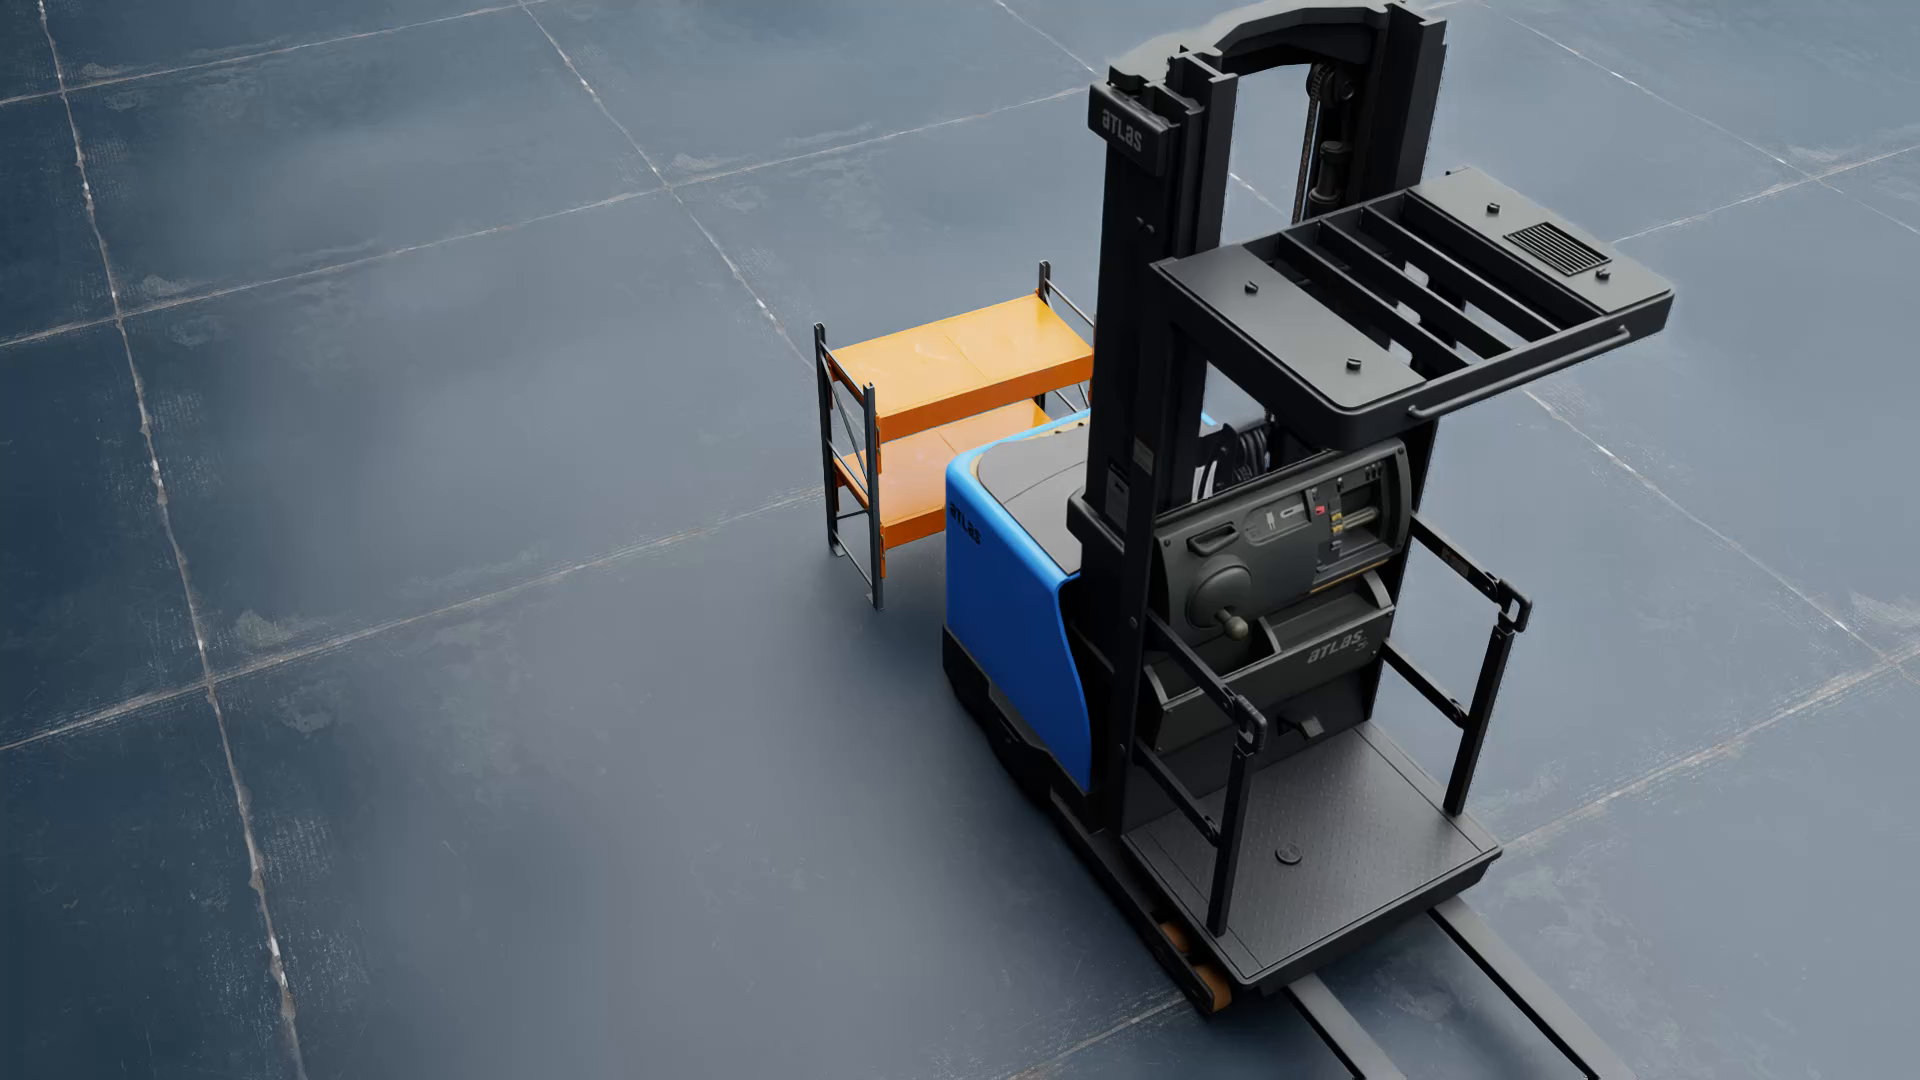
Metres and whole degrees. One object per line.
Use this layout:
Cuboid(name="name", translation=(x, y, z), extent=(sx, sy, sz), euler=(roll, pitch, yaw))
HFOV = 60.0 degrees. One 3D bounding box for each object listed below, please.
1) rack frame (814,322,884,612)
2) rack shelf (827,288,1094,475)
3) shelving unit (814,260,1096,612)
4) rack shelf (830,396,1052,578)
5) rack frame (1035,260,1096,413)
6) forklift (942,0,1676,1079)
Cuboid(name="rack frame", translation=(-0.445, -0.280, 6.710), extent=(0.032, 1.125, 0.500), euler=(-19, 44, -21))
Cuboid(name="rack shelf", translation=(0.006, -0.655, 6.700), extent=(1.000, 0.278, 0.538), euler=(-19, 44, -21))
Cuboid(name="shelving unit", translation=(0.006, -0.431, 6.889), extent=(1.048, 1.125, 0.538), euler=(-19, 44, -21))
Cuboid(name="rack shelf", translation=(0.006, -0.245, 7.047), extent=(1.000, 0.278, 0.538), euler=(-19, 44, -21))
Cuboid(name="rack frame", translation=(0.457, -0.583, 7.068), extent=(0.032, 1.125, 0.500), euler=(-19, 44, -21))
Cuboid(name="forklift", translation=(1.101, 0.079, 4.888), extent=(1.130, 2.935, 3.031), euler=(-20, 44, -22))
